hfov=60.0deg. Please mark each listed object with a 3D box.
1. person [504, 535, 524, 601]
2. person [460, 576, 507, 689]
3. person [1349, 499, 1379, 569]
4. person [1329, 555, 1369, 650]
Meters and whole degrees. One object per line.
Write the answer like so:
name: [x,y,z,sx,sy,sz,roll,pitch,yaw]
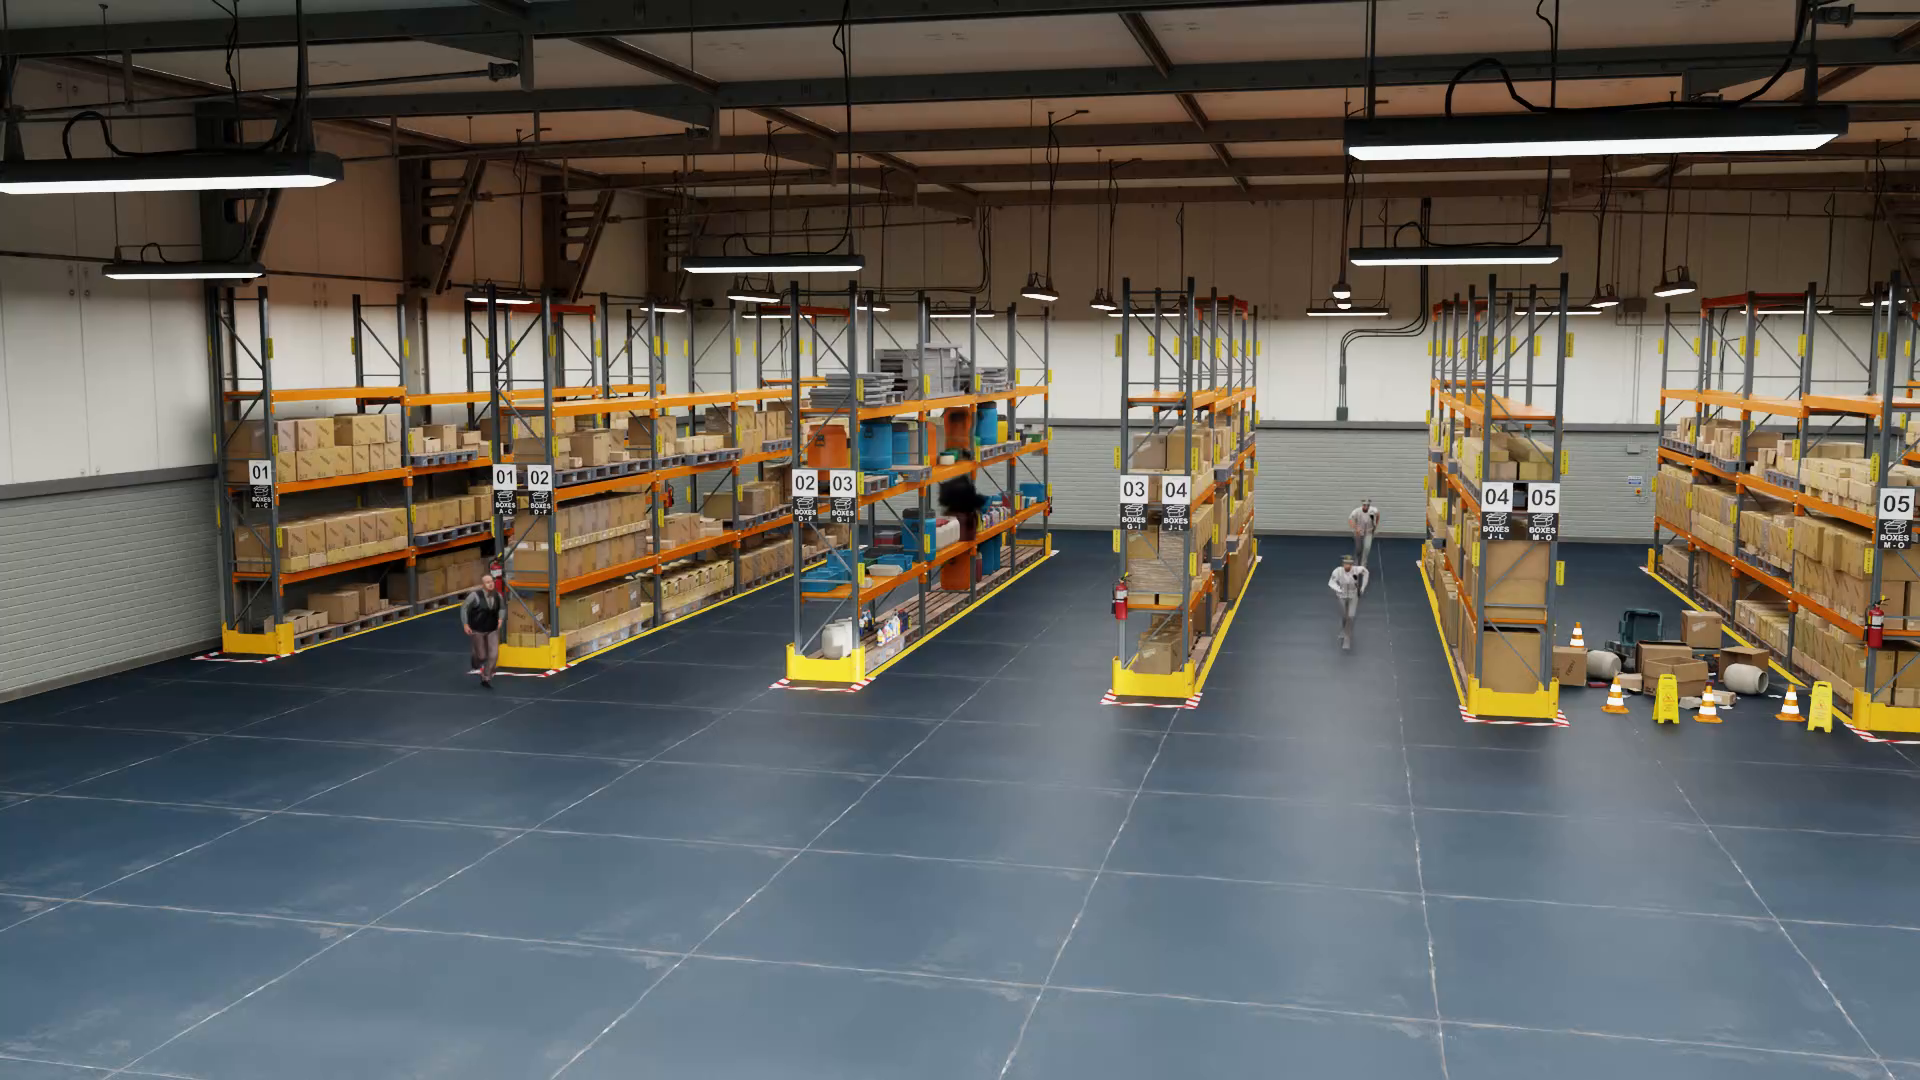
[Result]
person: [-8.216,0.695,30.656,0.547,1.584,0.780,0,7,-2]
person: [-7.098,1.353,24.779,0.683,1.686,0.706,-5,8,-37]
person: [9.082,-0.112,37.519,0.693,1.720,1.009,0,7,1]
person: [6.562,1.018,28.120,0.658,1.625,0.965,1,7,11]
